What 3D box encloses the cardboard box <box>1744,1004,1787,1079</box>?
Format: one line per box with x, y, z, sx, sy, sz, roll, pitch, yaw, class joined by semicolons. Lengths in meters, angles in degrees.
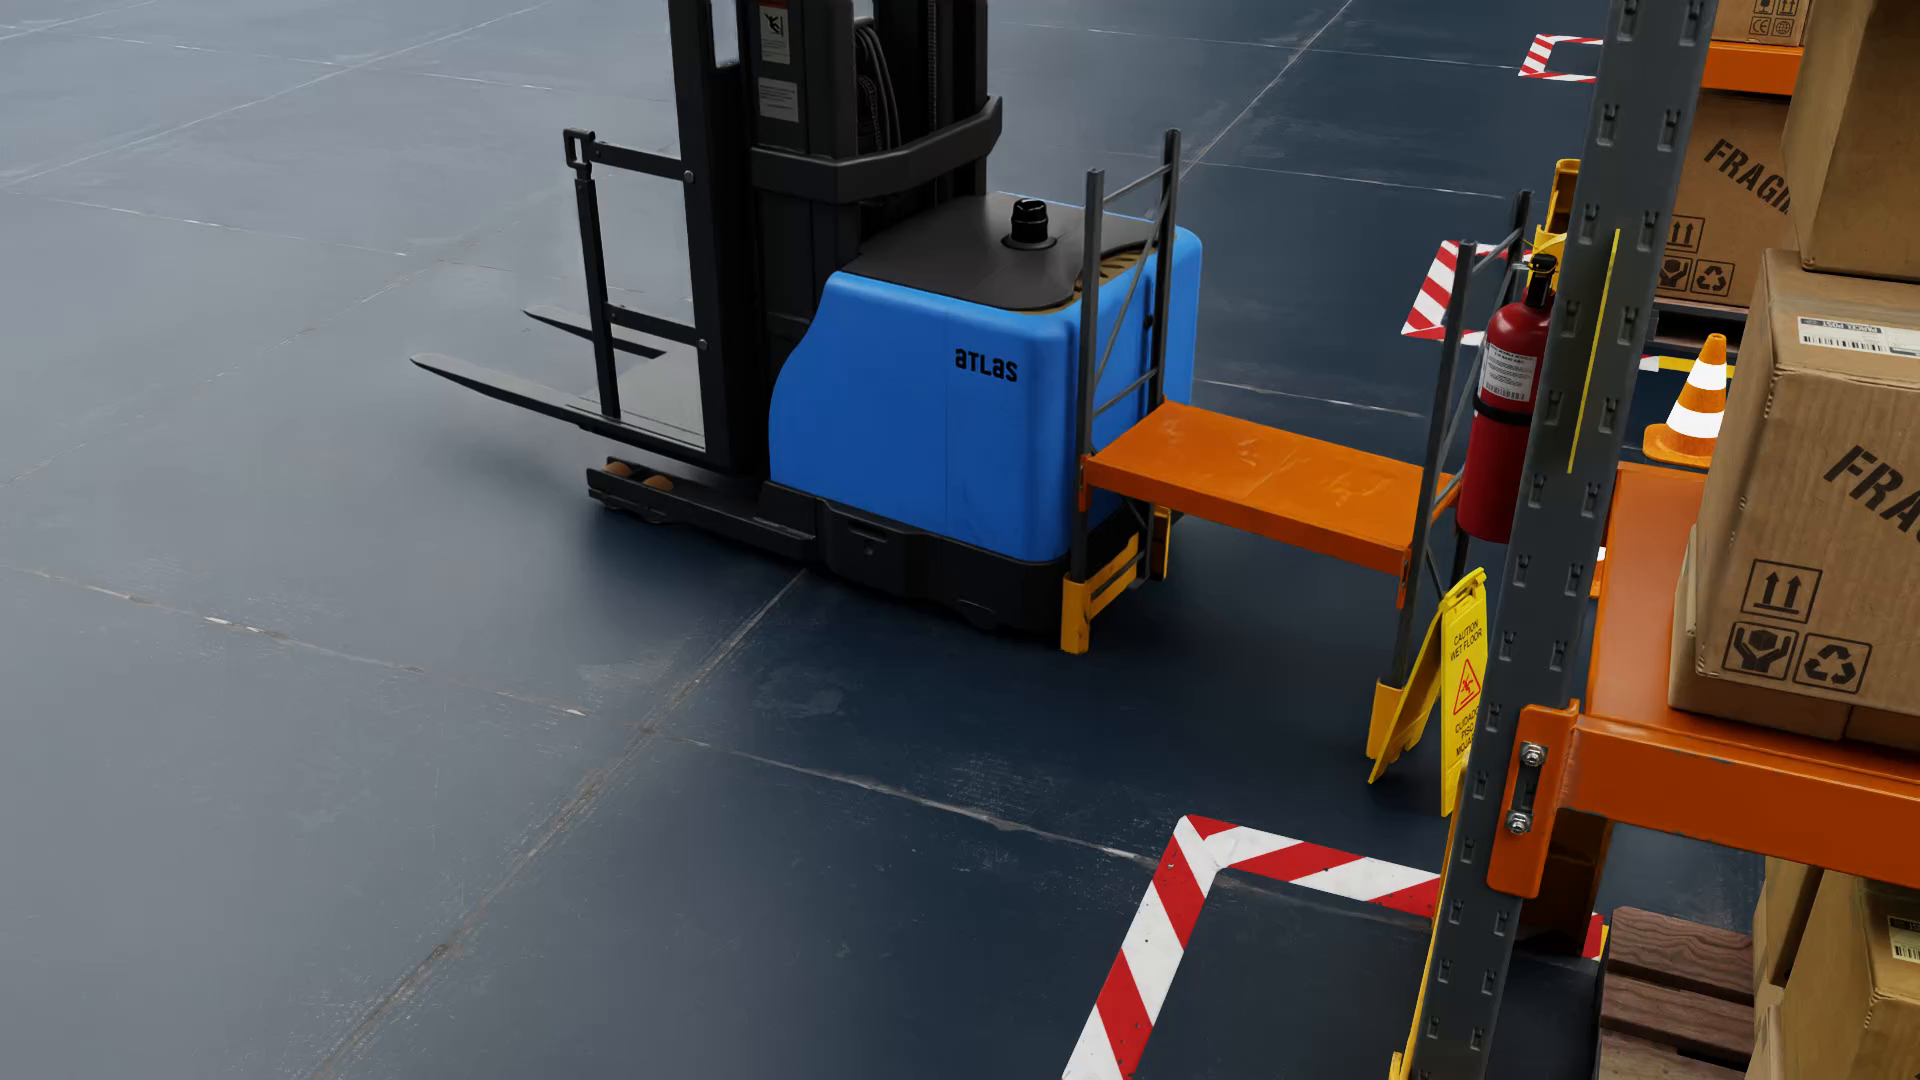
1.713;1.163;3.011;0.500;0.250;0.500;11;31;19;cardboard box

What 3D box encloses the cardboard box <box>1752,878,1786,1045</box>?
1.942;0.919;3.443;0.500;0.250;0.500;11;31;19;cardboard box

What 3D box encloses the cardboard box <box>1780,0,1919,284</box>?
1.625;-0.739;2.590;0.500;0.500;0.700;11;31;18;cardboard box

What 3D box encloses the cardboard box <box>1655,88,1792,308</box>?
3.490;-1.564;7.202;0.875;0.875;0.875;11;31;19;cardboard box

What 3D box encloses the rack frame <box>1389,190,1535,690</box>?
1.334;-0.151;4.498;0.032;1.500;0.500;18;34;29;rack frame

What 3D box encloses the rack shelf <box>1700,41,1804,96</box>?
4.690;-1.719;6.473;4.000;0.370;1.077;11;31;19;rack shelf

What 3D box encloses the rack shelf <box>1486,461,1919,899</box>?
2.923;0.557;2.447;4.000;0.370;1.077;11;31;19;rack shelf

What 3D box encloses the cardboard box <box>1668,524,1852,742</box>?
1.307;0.141;2.708;0.250;0.149;0.380;11;31;19;cardboard box

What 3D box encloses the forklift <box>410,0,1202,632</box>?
-0.723;-1.532;5.482;3.031;2.935;1.130;18;34;28;forklift

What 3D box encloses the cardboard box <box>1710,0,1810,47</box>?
3.198;-2.419;6.829;0.550;0.550;0.875;11;31;19;cardboard box

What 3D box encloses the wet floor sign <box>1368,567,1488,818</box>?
1.296;0.376;4.429;0.232;0.644;0.267;24;37;36;wet floor sign

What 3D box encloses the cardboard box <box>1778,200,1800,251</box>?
1.676;-0.324;2.871;0.500;0.500;0.500;11;31;18;cardboard box

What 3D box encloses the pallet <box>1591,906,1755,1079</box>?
1.880;1.268;3.292;1.213;0.211;1.003;11;31;19;pallet

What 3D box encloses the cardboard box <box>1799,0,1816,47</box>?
3.716;-2.327;6.667;0.550;0.550;0.875;11;31;19;cardboard box

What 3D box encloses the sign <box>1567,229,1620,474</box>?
0.866;-0.256;2.274;0.005;0.325;0.100;11;31;19;sign

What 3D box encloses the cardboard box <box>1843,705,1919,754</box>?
1.546;0.181;2.637;0.250;0.149;0.380;12;32;20;cardboard box

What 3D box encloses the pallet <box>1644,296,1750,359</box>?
3.607;-1.076;7.438;1.213;0.211;1.003;11;31;19;pallet

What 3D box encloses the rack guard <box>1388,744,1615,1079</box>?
1.140;0.976;3.515;0.348;0.500;1.175;11;31;19;rack guard

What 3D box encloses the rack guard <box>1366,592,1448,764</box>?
1.330;0.392;4.807;0.087;0.250;0.587;18;34;29;rack guard

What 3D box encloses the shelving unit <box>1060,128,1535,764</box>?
0.917;-0.289;4.736;1.083;1.500;0.587;18;34;29;shelving unit

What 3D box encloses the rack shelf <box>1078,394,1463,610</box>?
0.909;-0.135;4.829;1.000;0.185;0.538;18;34;29;rack shelf

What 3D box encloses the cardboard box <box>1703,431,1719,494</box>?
1.497;-0.045;3.037;0.250;0.149;0.380;12;32;21;cardboard box

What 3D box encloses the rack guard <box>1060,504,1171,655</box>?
0.499;0.117;5.283;0.087;0.250;0.587;18;34;29;rack guard

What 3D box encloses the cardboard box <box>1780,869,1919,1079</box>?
1.735;0.841;2.819;0.500;0.500;0.500;10;31;17;cardboard box

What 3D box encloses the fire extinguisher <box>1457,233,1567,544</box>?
1.137;-0.324;3.353;0.183;0.674;0.296;11;31;19;fire extinguisher

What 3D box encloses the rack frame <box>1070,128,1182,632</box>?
0.486;-0.432;4.983;0.032;1.500;0.500;18;34;29;rack frame

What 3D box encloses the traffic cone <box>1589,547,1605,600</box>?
2.055;-0.099;5.455;0.334;0.463;0.336;11;31;19;traffic cone

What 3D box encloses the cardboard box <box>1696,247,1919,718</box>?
1.404;-0.085;2.448;0.500;0.500;0.500;11;31;18;cardboard box

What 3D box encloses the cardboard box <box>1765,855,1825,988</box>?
1.910;0.591;3.262;0.500;0.500;0.500;11;31;19;cardboard box

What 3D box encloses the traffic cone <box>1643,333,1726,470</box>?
2.795;-0.552;6.256;0.334;0.463;0.336;11;31;19;traffic cone

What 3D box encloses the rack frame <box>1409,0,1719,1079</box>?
1.070;-0.126;2.925;0.127;3.000;1.000;11;31;19;rack frame

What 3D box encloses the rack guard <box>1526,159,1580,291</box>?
2.815;-1.318;7.574;0.348;0.500;1.175;11;31;19;rack guard
